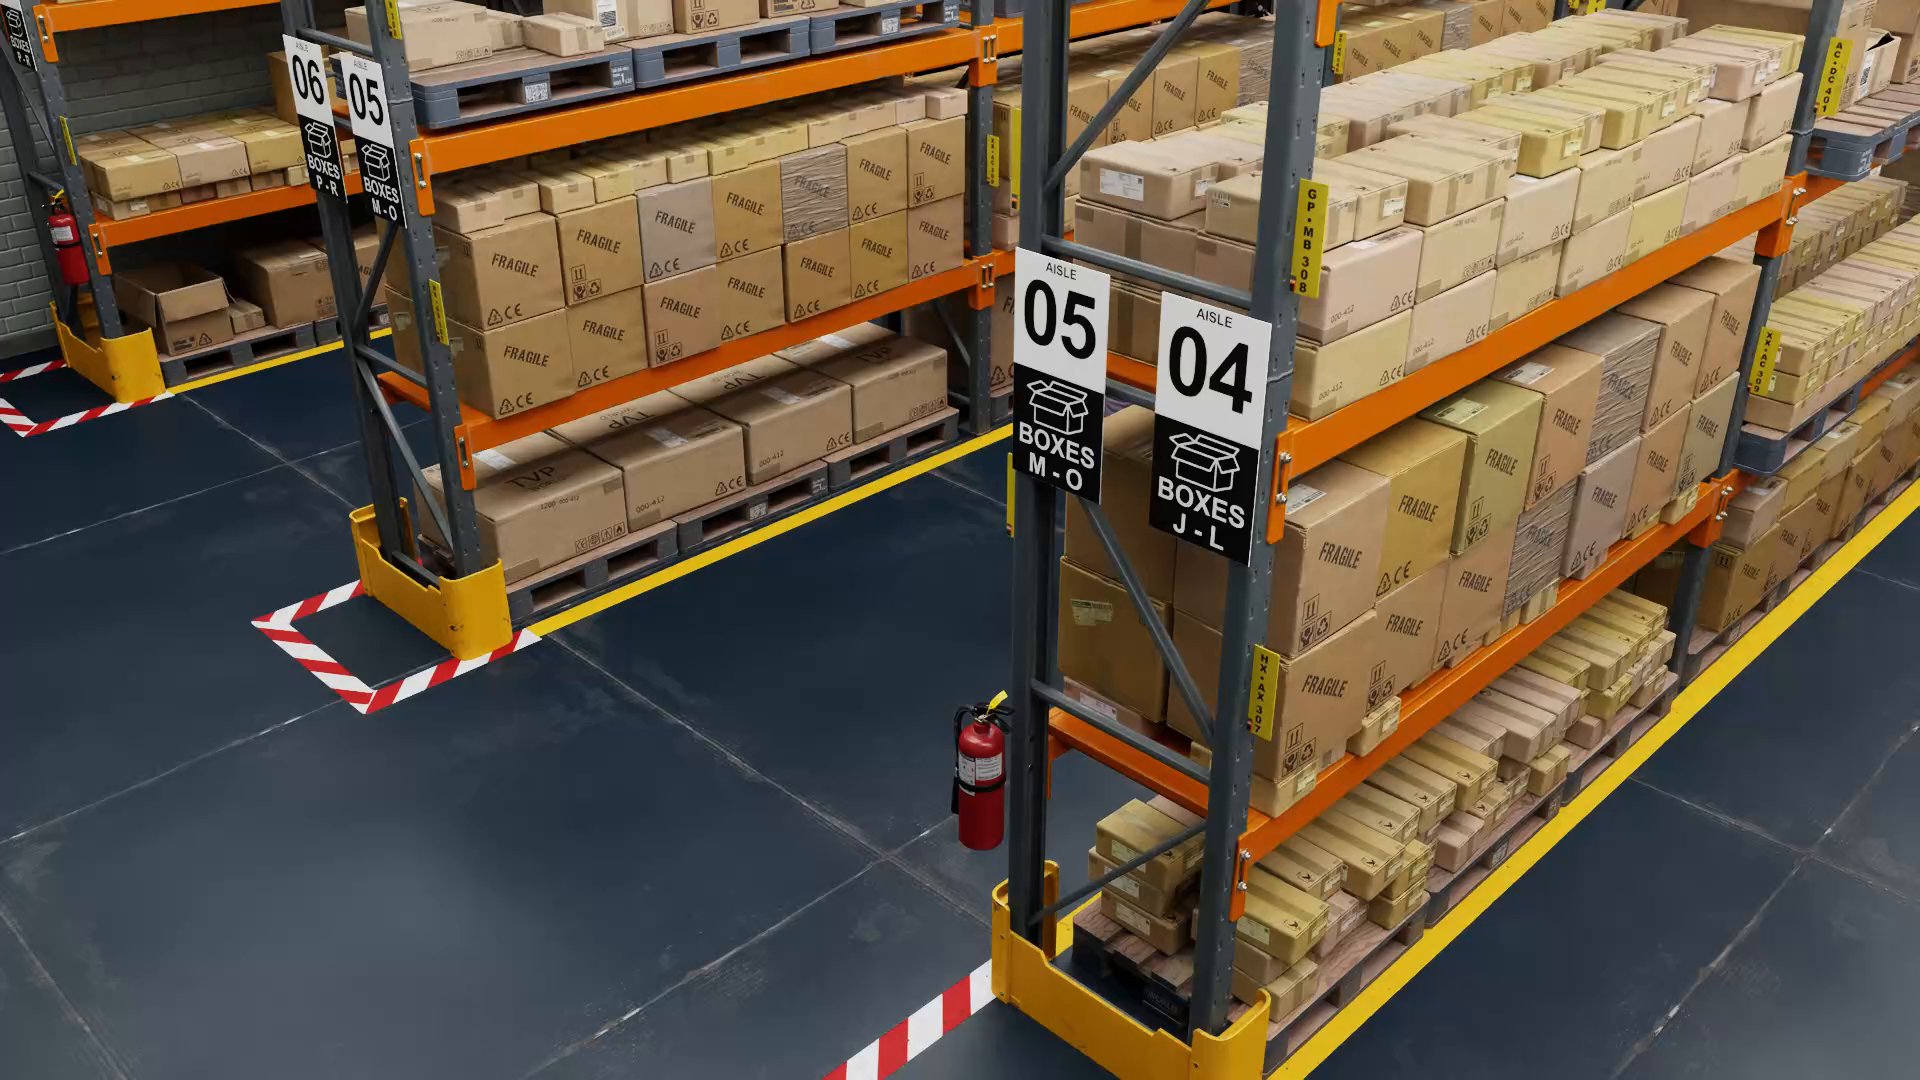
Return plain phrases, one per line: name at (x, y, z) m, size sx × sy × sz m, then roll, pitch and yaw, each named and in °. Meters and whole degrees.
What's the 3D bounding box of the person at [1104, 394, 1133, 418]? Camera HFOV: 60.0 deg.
person at (0.936, -0.530, 9.666) m, size 0.317 × 1.631 × 0.483 m, roll -24°, pitch 36°, yaw -38°
